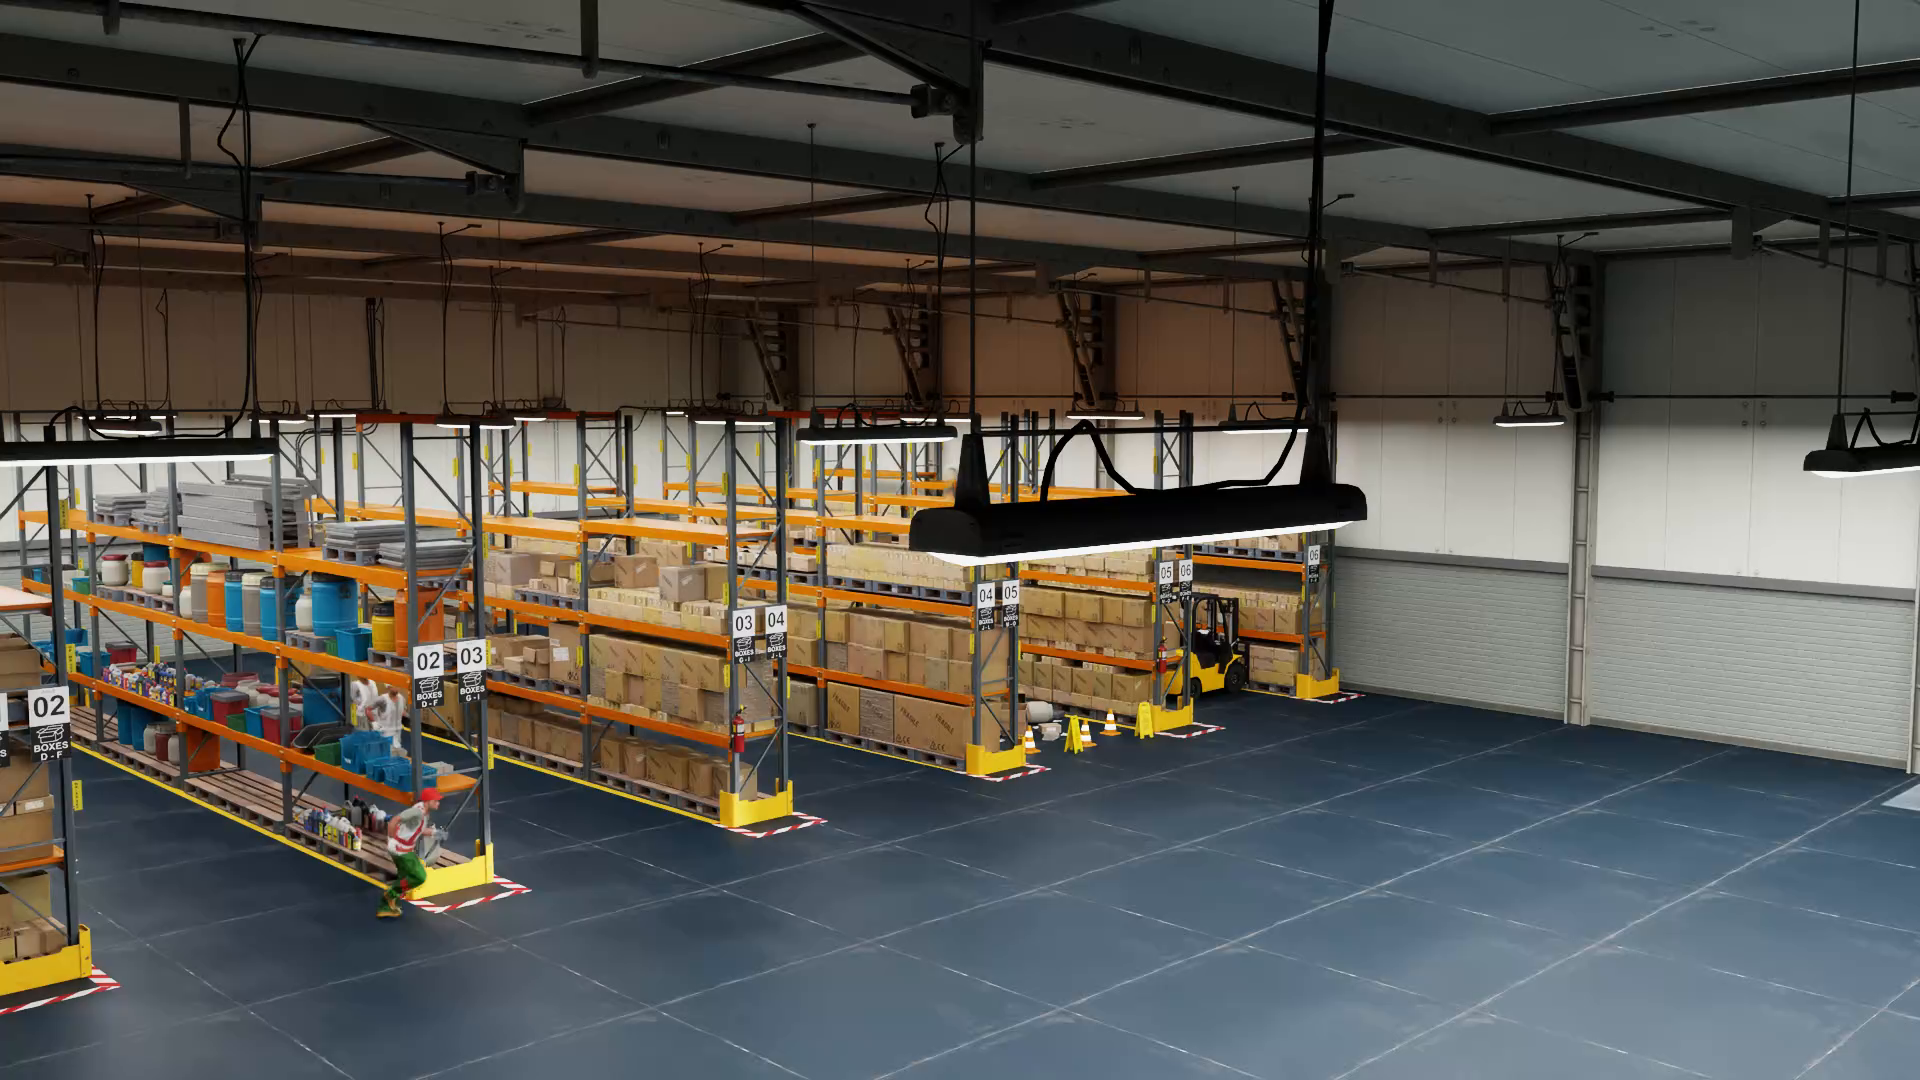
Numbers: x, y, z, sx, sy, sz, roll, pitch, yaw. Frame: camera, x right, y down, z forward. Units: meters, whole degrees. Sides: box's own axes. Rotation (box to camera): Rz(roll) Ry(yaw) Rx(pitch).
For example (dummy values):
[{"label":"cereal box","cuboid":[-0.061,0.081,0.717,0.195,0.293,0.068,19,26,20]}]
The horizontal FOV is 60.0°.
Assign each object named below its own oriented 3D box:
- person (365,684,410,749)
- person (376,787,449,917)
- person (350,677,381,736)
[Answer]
[{"label":"person","cuboid":[-9.202,3.119,26.930,0.769,1.794,0.656,3,6,28]},{"label":"person","cuboid":[-6.642,3.786,20.087,0.871,1.595,0.701,0,5,-3]},{"label":"person","cuboid":[-10.179,2.992,28.418,0.849,1.765,0.682,3,6,30]}]
